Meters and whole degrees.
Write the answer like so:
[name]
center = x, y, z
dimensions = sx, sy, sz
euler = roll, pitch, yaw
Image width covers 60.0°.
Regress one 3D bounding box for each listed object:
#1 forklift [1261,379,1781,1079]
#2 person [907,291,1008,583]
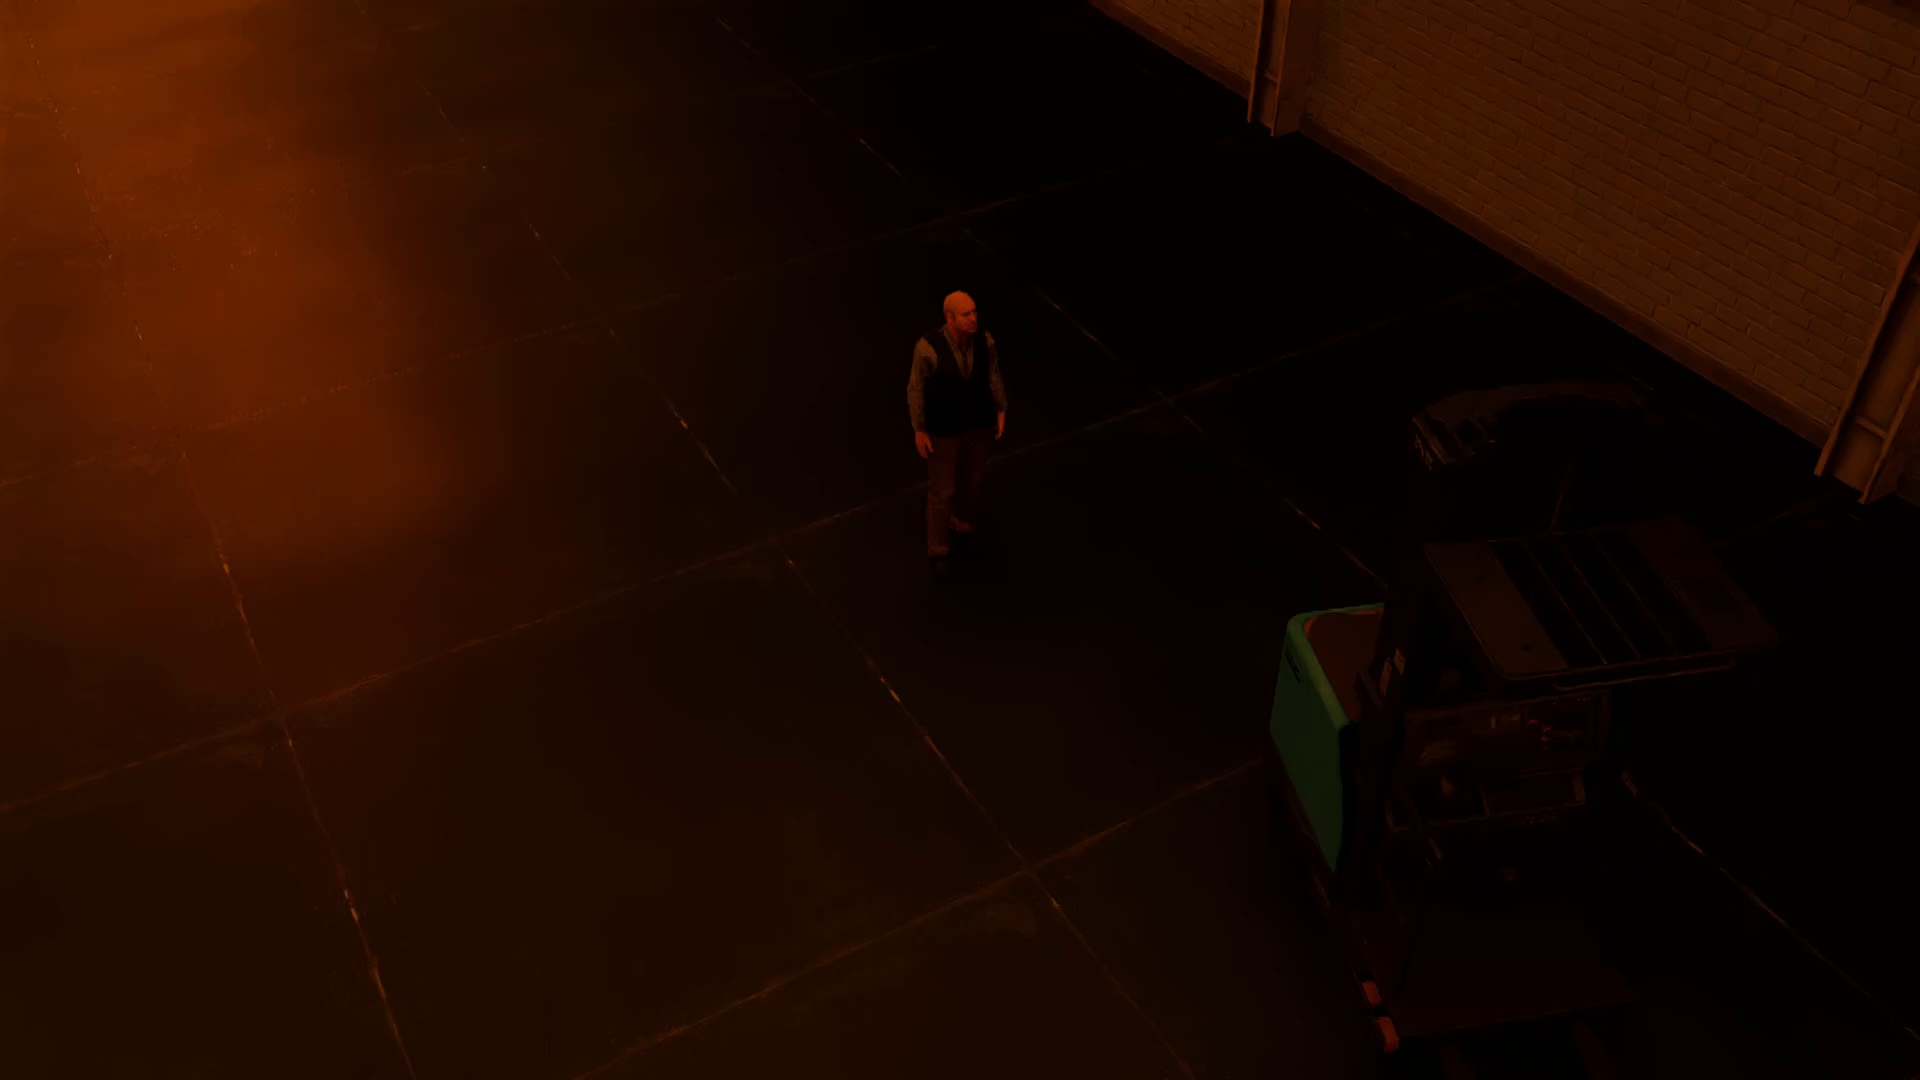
[forklift]
center = 2.361, 0.934, 6.910
dimensions = 1.130, 2.935, 3.031
euler = -7, 40, -8
[person]
center = 0.024, -0.631, 9.733
dimensions = 0.632, 1.720, 0.567
euler = -20, 44, -23
